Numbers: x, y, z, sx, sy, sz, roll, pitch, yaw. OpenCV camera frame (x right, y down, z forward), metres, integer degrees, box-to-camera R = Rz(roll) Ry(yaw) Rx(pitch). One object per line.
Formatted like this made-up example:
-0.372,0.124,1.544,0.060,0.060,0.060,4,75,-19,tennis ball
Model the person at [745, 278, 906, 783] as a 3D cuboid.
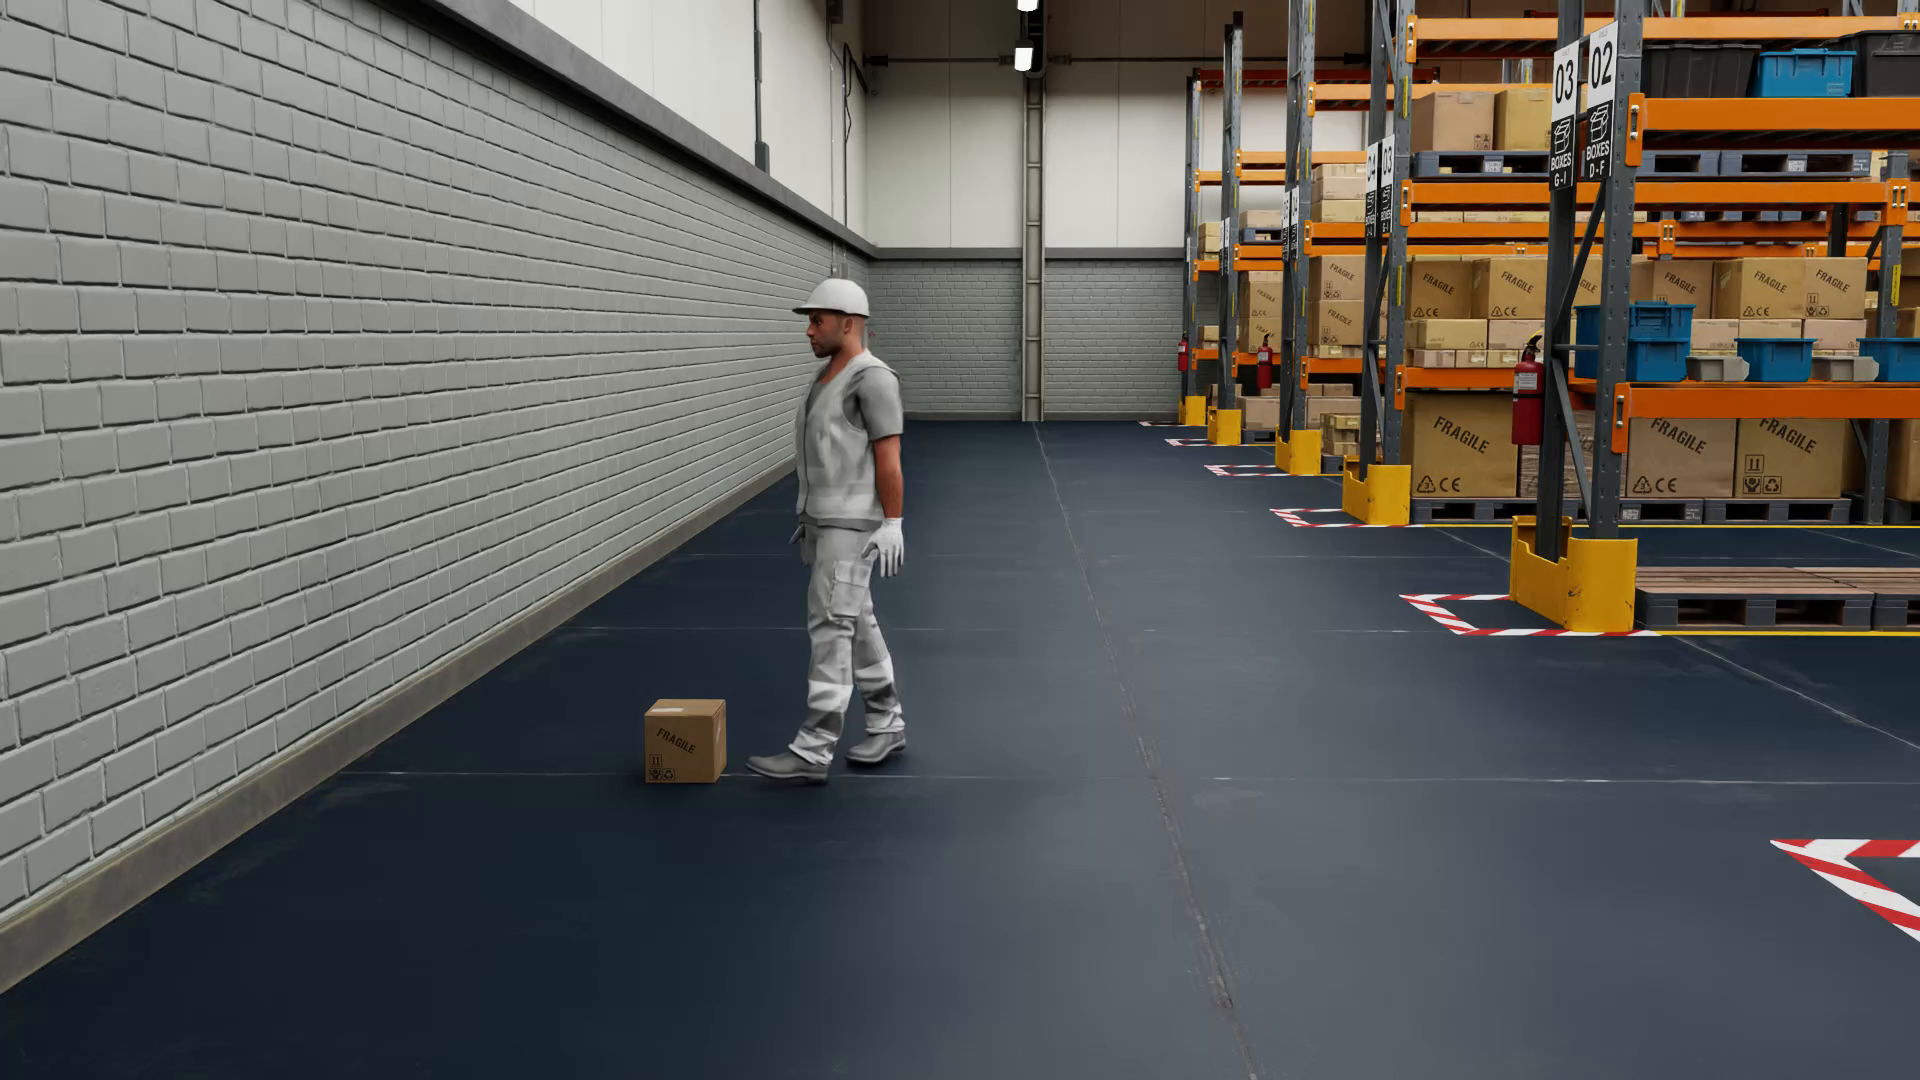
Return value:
-0.487,-0.044,5.999,0.708,1.783,0.568,-4,8,-28,person
